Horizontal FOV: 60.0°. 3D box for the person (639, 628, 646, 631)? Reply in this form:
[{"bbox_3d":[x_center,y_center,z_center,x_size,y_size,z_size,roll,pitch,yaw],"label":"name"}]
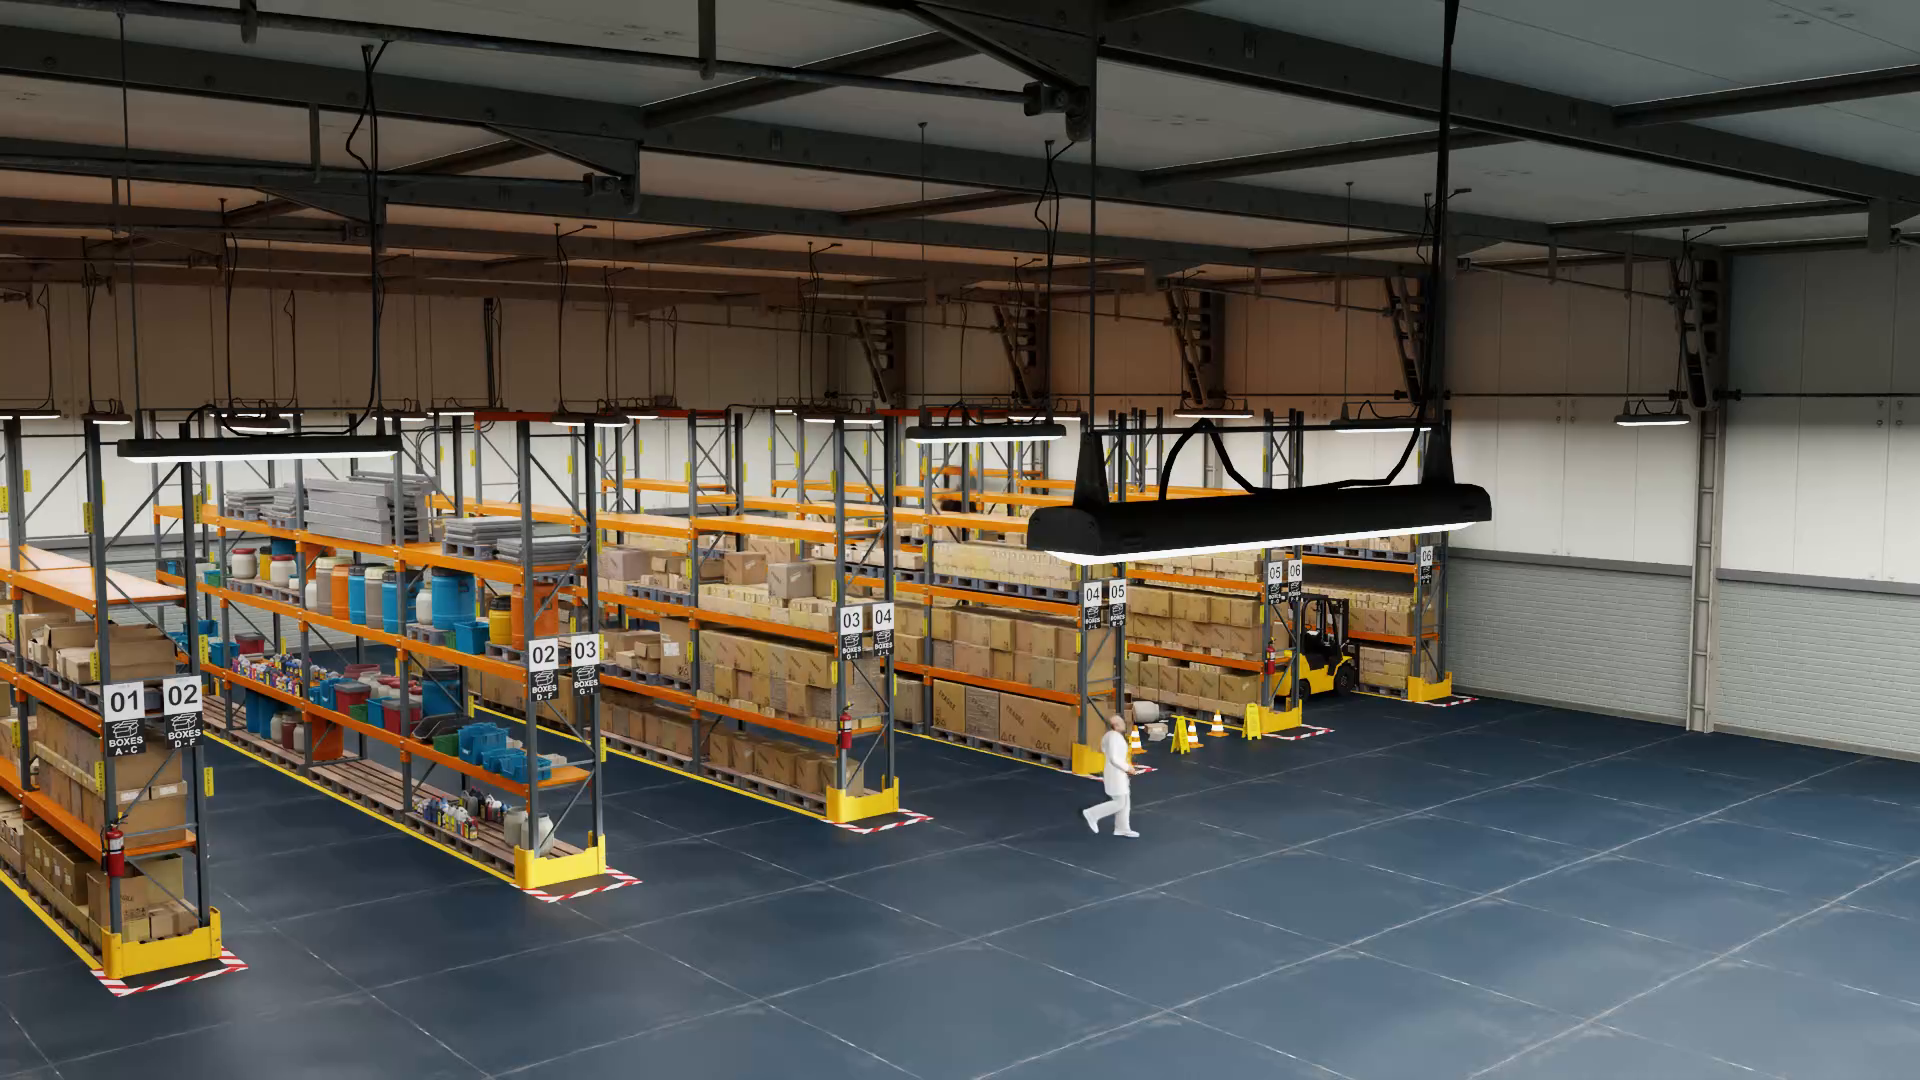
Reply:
[{"bbox_3d":[-6.378,2.573,33.487,0.842,1.611,0.524,4,7,41],"label":"person"}]

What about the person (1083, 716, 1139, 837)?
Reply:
[{"bbox_3d":[2.159,3.381,23.772,0.835,1.768,0.717,0,5,-3],"label":"person"}]
